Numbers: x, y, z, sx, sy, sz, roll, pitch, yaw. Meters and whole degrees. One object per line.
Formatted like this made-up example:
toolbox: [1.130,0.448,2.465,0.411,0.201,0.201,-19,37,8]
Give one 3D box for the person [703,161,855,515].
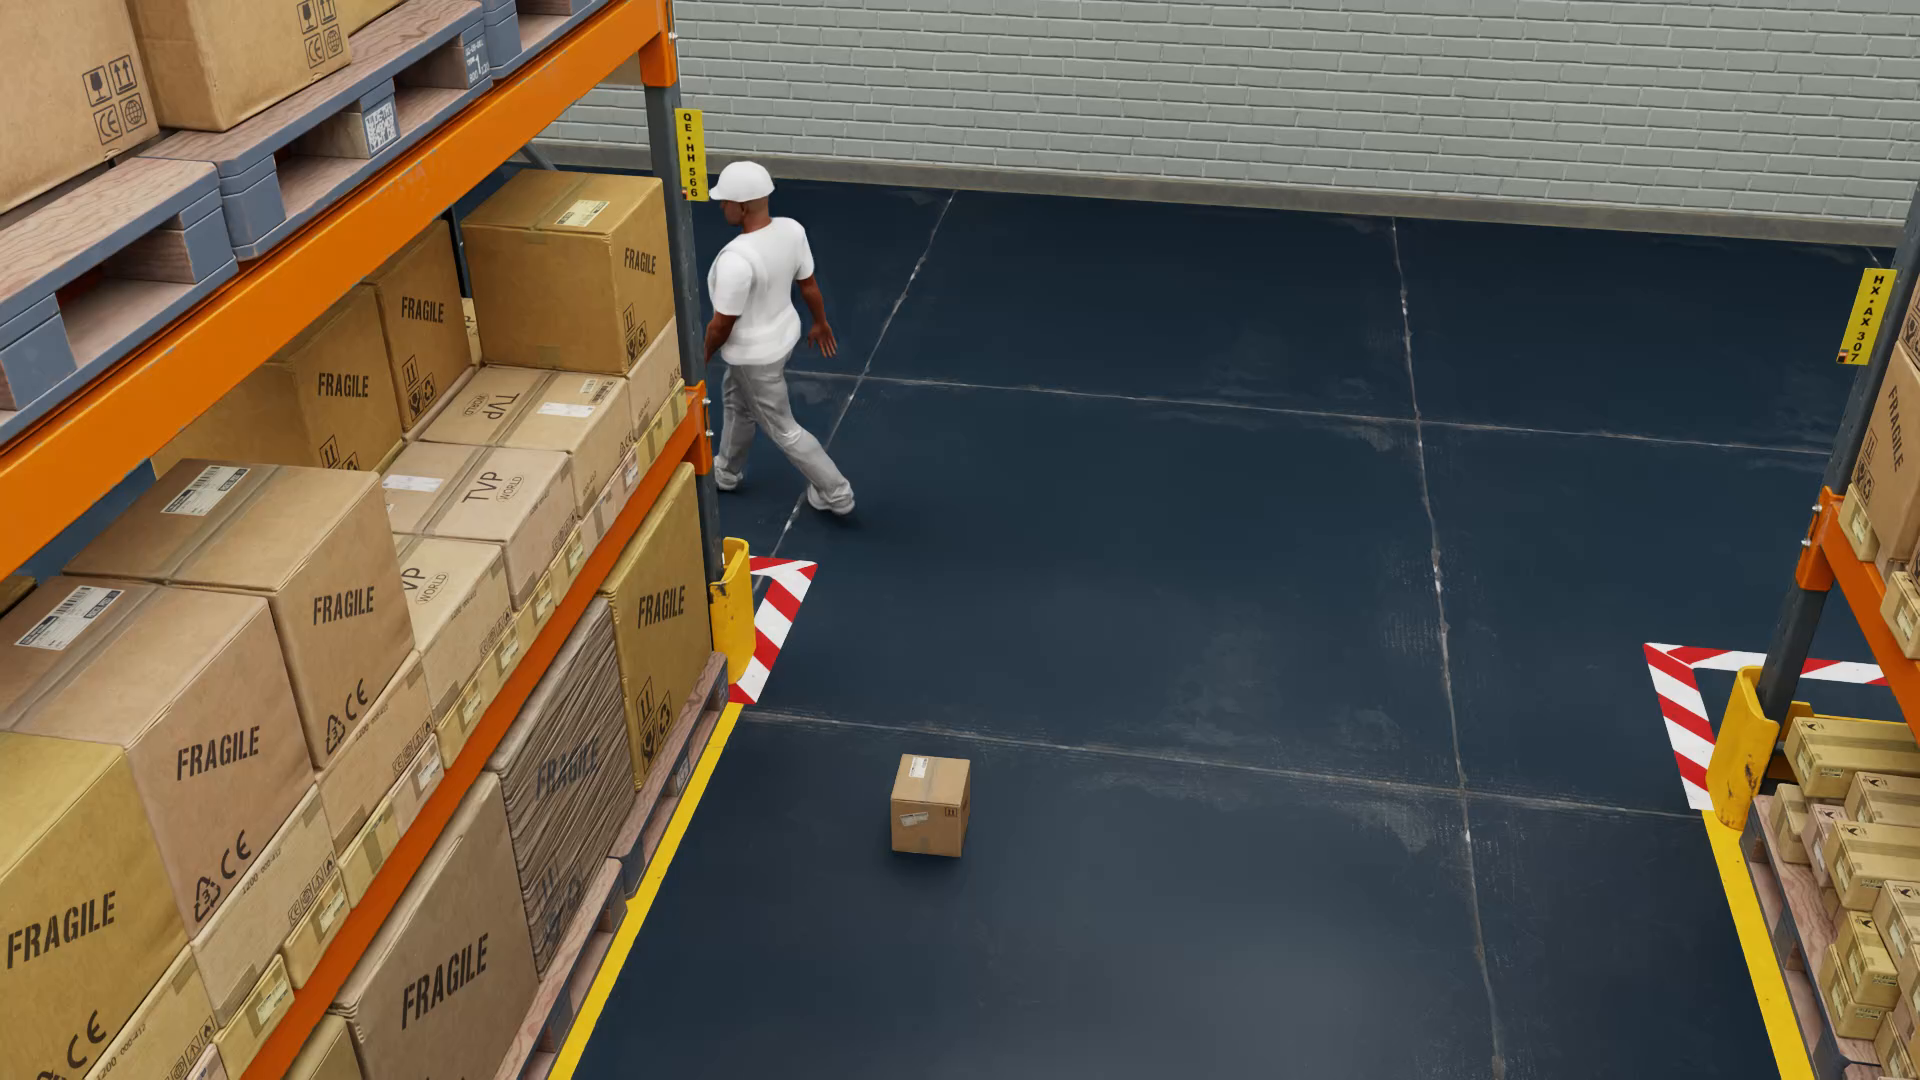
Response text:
person: [-0.940,-0.911,7.577,0.983,1.727,0.657,12,34,18]
